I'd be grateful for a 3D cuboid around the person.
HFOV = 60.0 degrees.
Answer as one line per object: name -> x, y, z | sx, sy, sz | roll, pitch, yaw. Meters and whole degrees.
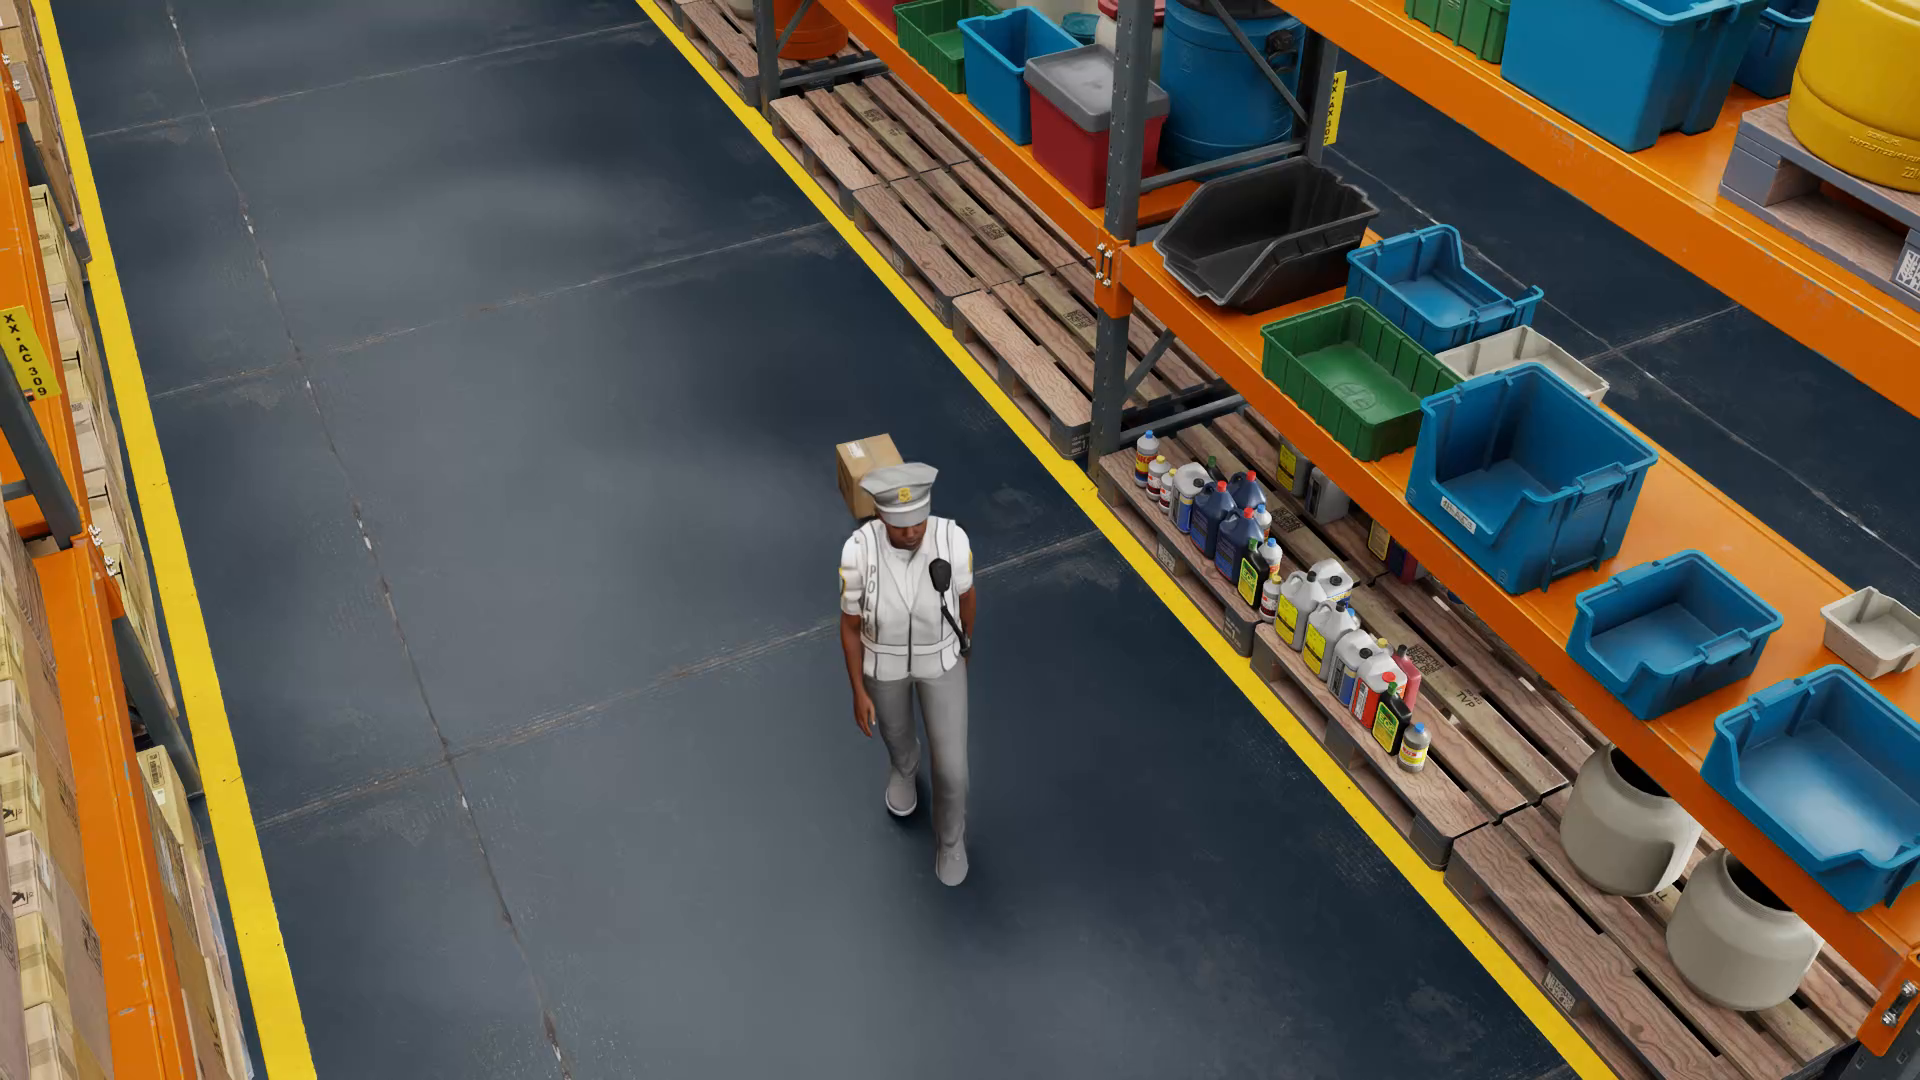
person -> -0.169, 0.442, 5.663 | 0.456, 1.748, 0.589 | -1, 42, -2
